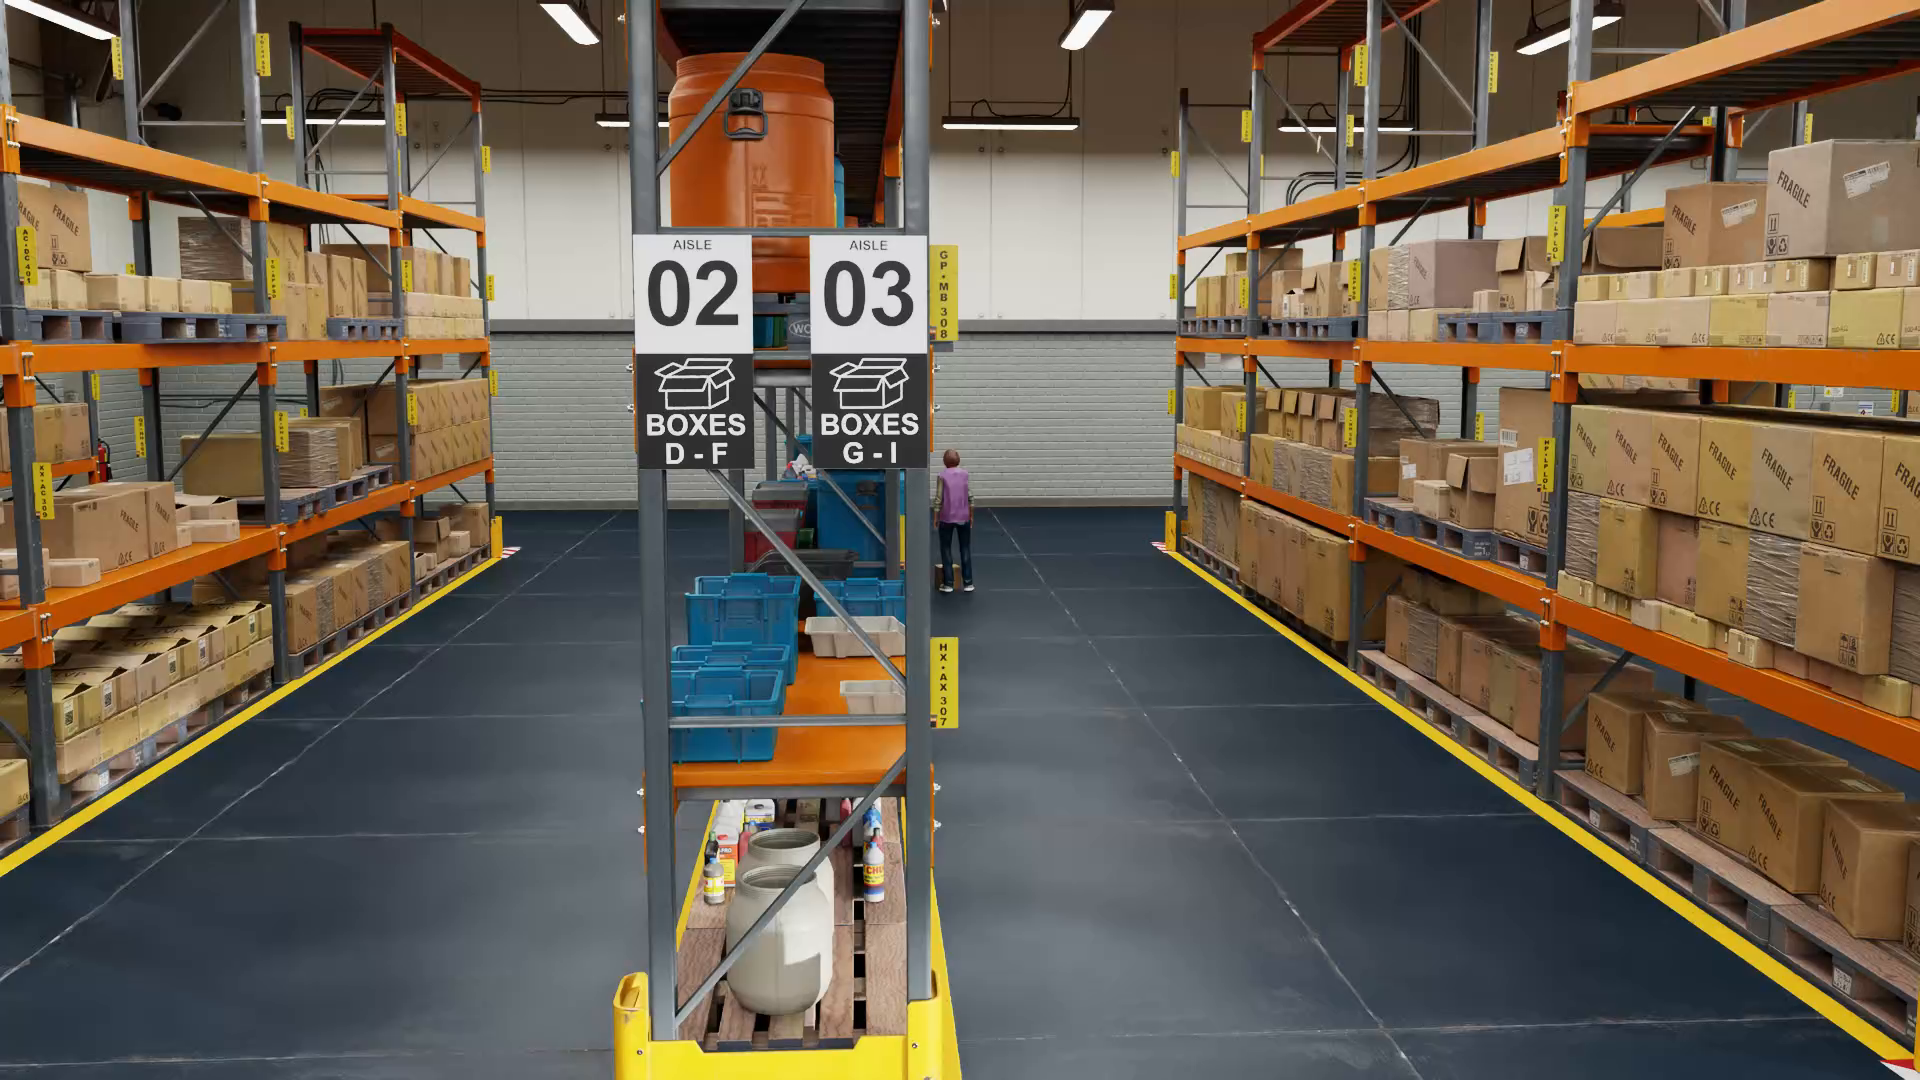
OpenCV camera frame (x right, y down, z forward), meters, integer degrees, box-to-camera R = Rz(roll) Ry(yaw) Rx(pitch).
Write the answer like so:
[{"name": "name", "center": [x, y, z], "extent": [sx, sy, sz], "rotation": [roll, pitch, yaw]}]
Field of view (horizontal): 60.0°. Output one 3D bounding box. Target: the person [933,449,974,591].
[{"name": "person", "center": [-0.062, -0.216, 18.544], "extent": [0.486, 1.593, 0.341], "rotation": [-2, 7, -14]}]
